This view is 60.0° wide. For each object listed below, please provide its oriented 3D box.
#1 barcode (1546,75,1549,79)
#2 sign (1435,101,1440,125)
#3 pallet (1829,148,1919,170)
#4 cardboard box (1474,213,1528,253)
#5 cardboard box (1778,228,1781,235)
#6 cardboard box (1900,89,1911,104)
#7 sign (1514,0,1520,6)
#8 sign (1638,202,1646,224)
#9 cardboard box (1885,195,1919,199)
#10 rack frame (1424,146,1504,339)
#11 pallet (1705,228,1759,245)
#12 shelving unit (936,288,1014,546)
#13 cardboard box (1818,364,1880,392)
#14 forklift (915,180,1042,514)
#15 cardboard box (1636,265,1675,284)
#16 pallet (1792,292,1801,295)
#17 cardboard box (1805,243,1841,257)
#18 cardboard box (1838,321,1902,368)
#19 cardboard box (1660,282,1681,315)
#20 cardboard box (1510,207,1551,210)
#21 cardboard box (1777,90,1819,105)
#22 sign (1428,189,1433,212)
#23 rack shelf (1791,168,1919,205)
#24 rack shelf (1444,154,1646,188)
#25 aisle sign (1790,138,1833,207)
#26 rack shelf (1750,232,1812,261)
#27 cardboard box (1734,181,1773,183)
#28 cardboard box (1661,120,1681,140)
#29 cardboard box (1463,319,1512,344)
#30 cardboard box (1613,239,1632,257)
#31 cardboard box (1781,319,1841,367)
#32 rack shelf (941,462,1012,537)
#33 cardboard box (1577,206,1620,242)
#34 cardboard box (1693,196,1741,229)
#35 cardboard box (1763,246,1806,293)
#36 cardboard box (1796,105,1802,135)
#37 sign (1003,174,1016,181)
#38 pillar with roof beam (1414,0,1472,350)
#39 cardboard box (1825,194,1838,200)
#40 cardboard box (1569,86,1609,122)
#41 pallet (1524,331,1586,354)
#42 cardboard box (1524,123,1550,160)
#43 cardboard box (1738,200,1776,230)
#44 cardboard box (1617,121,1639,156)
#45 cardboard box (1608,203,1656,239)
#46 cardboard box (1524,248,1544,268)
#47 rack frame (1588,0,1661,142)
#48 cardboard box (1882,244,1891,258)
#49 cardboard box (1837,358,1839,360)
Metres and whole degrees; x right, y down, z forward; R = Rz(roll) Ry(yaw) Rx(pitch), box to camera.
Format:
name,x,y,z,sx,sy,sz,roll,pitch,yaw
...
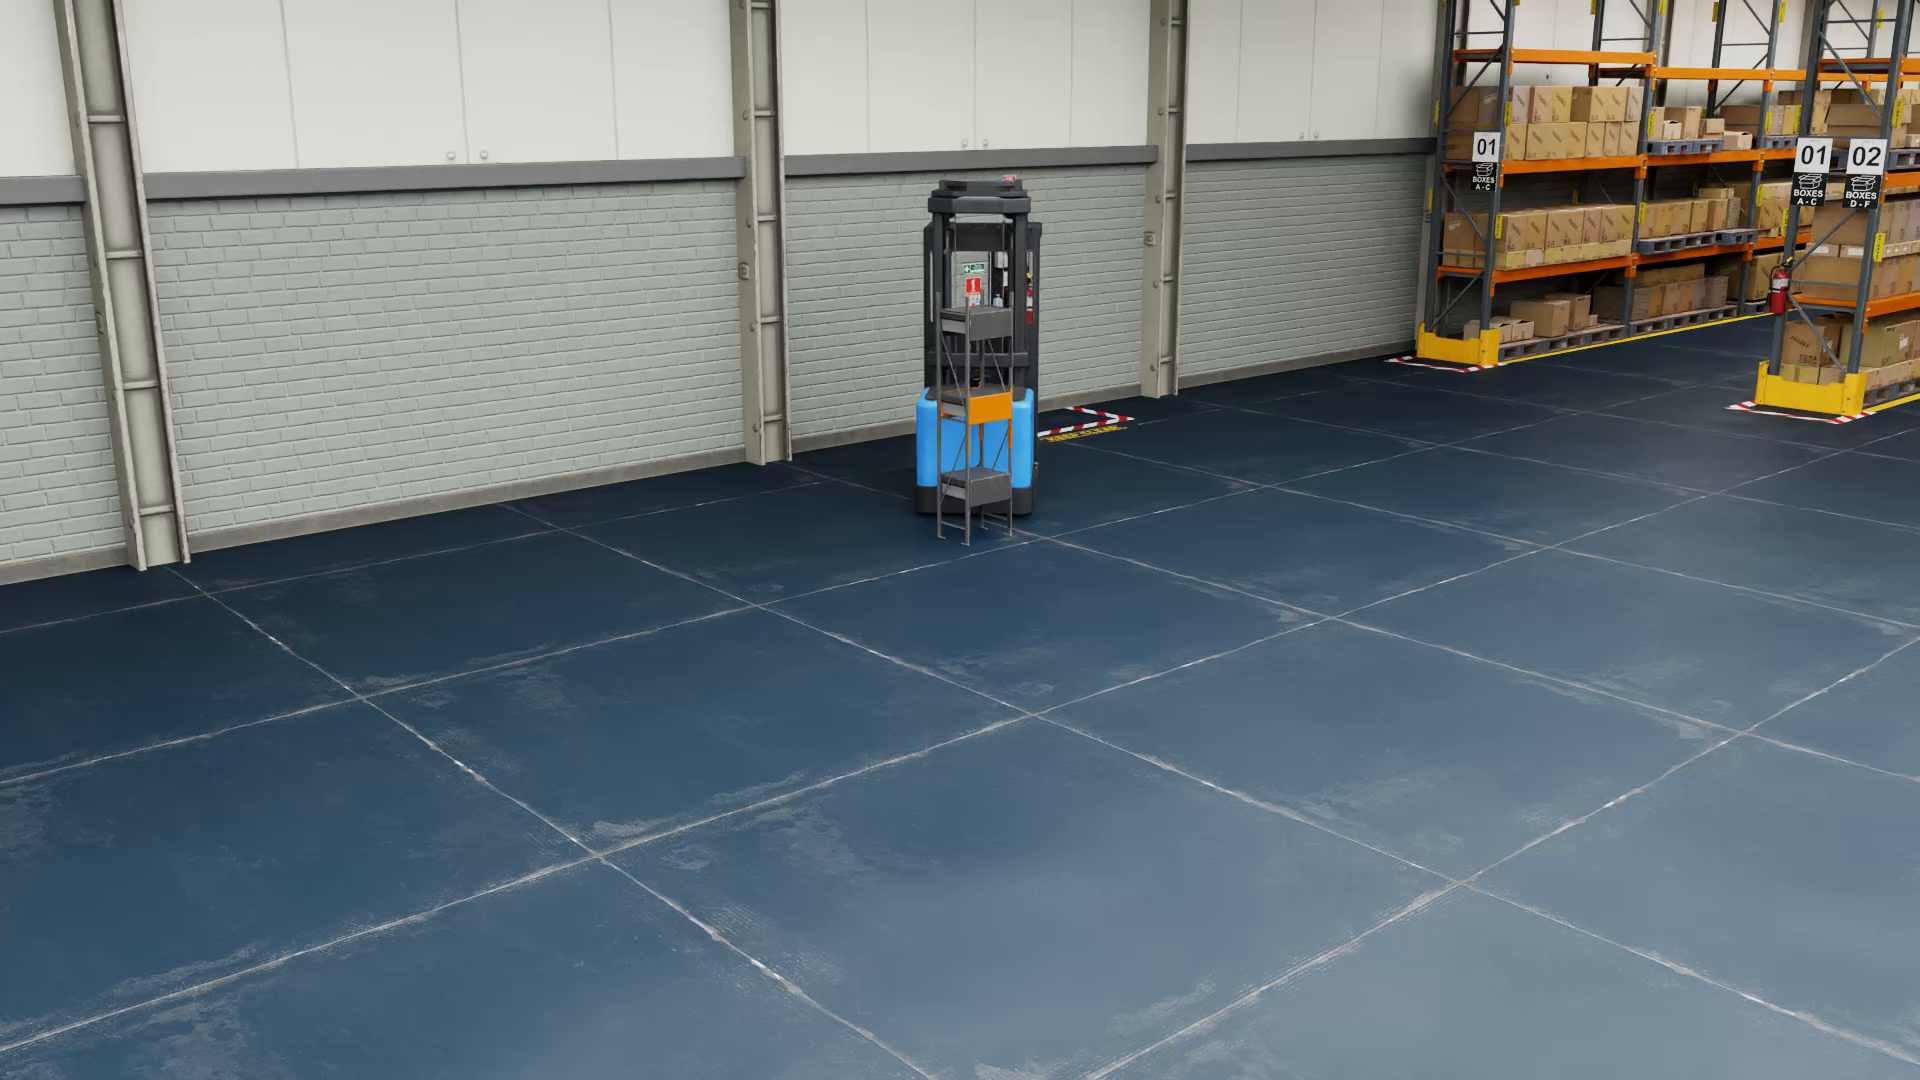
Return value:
name,x,y,z,sx,sy,sz,roll,pitch,yaw
barcode,8.779,-6.920,24.850,0.075,0.075,0.001,-13,19,-39
sign,6.743,-6.016,23.430,0.005,0.325,0.100,-13,19,-39
pallet,10.897,-4.585,19.960,1.213,0.211,1.003,-13,19,-39
cardboard box,7.650,-4.349,23.518,0.500,0.500,0.500,-13,19,-39
cardboard box,14.278,-5.463,29.338,0.250,0.149,0.380,-12,19,-38
cardboard box,17.620,-8.289,31.488,0.500,0.500,0.500,-12,19,-39
sign,7.448,-7.309,22.214,0.005,0.325,0.100,-13,19,-39
sign,10.472,-5.019,25.549,0.005,0.325,0.100,-13,19,-39
cardboard box,11.898,-4.085,21.022,0.500,0.500,0.700,-13,19,-39
rack frame,7.092,-4.027,23.514,0.127,3.000,1.000,-13,19,-39
pallet,12.660,-5.148,28.083,1.003,0.211,1.213,-13,19,-39
shelving unit,0.125,-1.042,14.084,0.503,2.100,0.431,-13,19,-39
cardboard box,10.897,-1.985,20.385,0.500,0.250,0.500,-13,19,-39
forklift,0.220,-1.972,15.952,1.130,2.935,3.031,1,15,4
cardboard box,11.374,-4.364,27.313,0.500,0.250,0.500,-13,20,-41
pallet,14.691,-4.360,30.162,1.213,0.211,1.003,-13,19,-39
cardboard box,10.510,-3.527,20.191,0.250,0.149,0.380,-13,20,-40
cardboard box,11.273,-2.433,20.606,0.500,0.500,0.500,-13,19,-39
cardboard box,11.422,-4.013,27.454,0.500,0.500,0.700,-12,19,-39
cardboard box,8.462,-4.705,24.850,0.500,0.500,0.500,-12,19,-39
cardboard box,14.988,-7.912,29.747,0.500,0.250,0.500,-13,20,-41
sign,6.743,-4.851,23.741,0.005,0.325,0.100,-13,19,-39
rack shelf,11.856,-4.504,20.880,4.000,0.370,1.077,-13,19,-39
rack shelf,8.601,-5.468,24.488,4.000,0.370,1.077,-13,19,-39
aisle sign,10.105,-4.365,19.743,0.004,0.787,0.394,-13,19,-39
rack shelf,14.636,-5.374,29.949,4.000,0.370,1.077,-13,19,-39
cardboard box,14.081,-6.247,29.562,0.500,0.250,0.500,-13,20,-41
cardboard box,11.039,-6.495,26.300,0.500,0.311,0.500,-12,19,-38
cardboard box,7.673,-3.040,24.177,0.500,0.311,0.500,13,20,41
cardboard box,9.951,-4.503,25.546,0.500,0.250,0.500,-13,19,-39
cardboard box,10.556,-2.449,20.667,0.500,0.500,0.500,-13,19,-39
rack shelf,0.125,-0.353,14.268,0.480,0.518,0.431,-13,19,-39
cardboard box,9.583,-4.778,25.125,0.500,0.500,0.500,-13,20,-40
cardboard box,12.779,-5.562,28.213,0.700,0.500,0.500,13,20,40
cardboard box,15.071,-4.938,30.275,0.750,0.750,0.750,-12,19,-38
cardboard box,14.611,-7.463,29.519,0.500,0.500,0.700,-13,20,-39
sign,0.565,-4.024,19.012,0.199,0.298,0.001,-13,19,-39
pillar with roof beam,9.878,-6.374,20.677,0.400,9.000,9.100,-13,19,-39
cardboard box,15.584,-6.046,30.263,0.500,0.500,0.500,-12,19,-39
cardboard box,9.116,-6.372,24.310,0.500,0.500,0.500,-14,20,-41
pallet,8.706,-3.029,25.181,1.213,0.211,1.003,-13,19,-39
cardboard box,7.937,-5.626,23.456,0.500,0.500,0.500,-11,19,-36
cardboard box,13.662,-5.616,28.655,0.500,0.500,0.500,-12,19,-38
cardboard box,9.889,-6.078,25.146,0.500,0.500,0.500,-12,19,-38
cardboard box,10.516,-5.045,26.279,0.500,0.500,0.700,-13,19,-39
cardboard box,8.051,-4.076,23.949,0.500,0.250,0.500,-13,20,-41
rack frame,10.110,-7.603,25.277,0.127,3.000,1.000,-13,19,-39
cardboard box,10.982,-3.495,20.071,0.250,0.149,0.380,-13,20,-41
cardboard box,10.927,-2.173,21.088,0.500,0.250,0.500,-13,19,-39
